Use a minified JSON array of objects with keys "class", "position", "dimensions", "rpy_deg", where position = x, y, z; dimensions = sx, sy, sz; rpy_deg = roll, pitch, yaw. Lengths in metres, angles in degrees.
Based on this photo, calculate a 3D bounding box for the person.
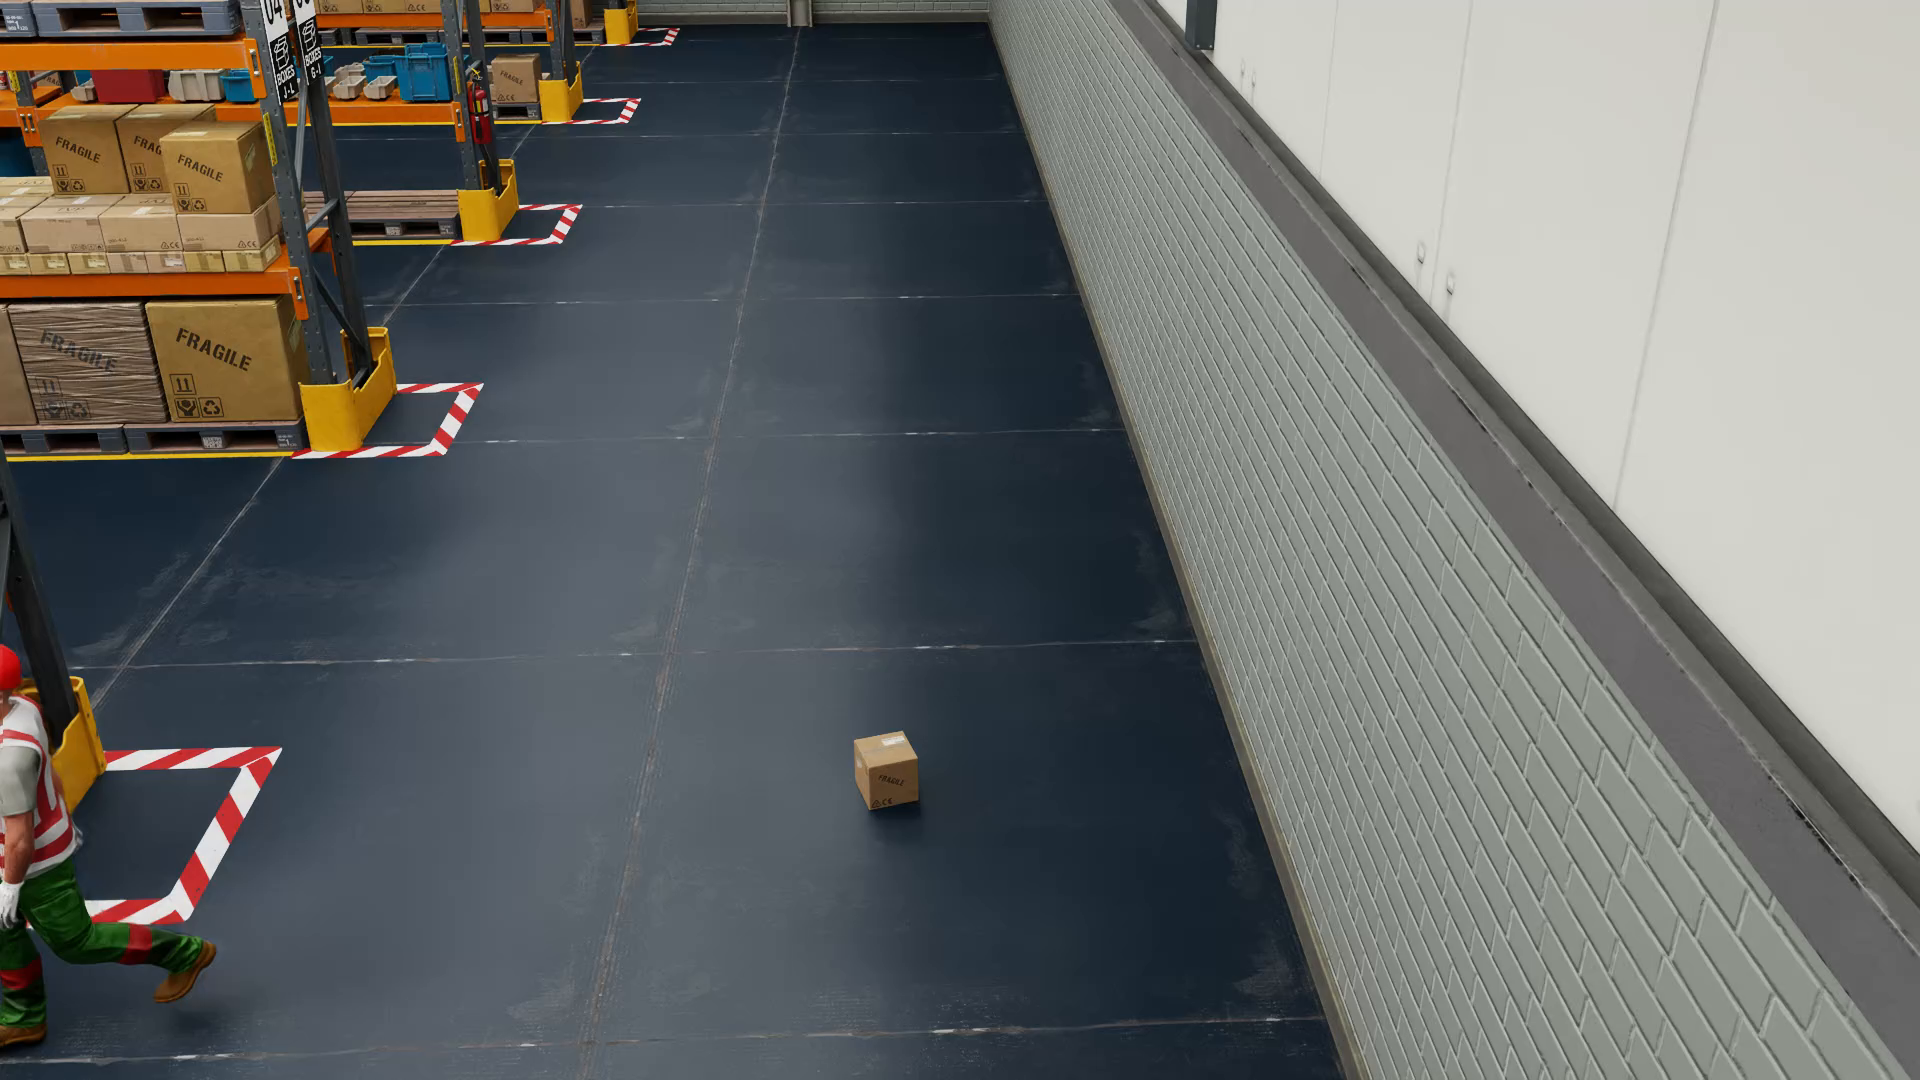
[{"class":"person","position":[-3.480,1.170,6.319],"dimensions":[0.957,1.757,0.550],"rpy_deg":[-15,31,-27]}]
